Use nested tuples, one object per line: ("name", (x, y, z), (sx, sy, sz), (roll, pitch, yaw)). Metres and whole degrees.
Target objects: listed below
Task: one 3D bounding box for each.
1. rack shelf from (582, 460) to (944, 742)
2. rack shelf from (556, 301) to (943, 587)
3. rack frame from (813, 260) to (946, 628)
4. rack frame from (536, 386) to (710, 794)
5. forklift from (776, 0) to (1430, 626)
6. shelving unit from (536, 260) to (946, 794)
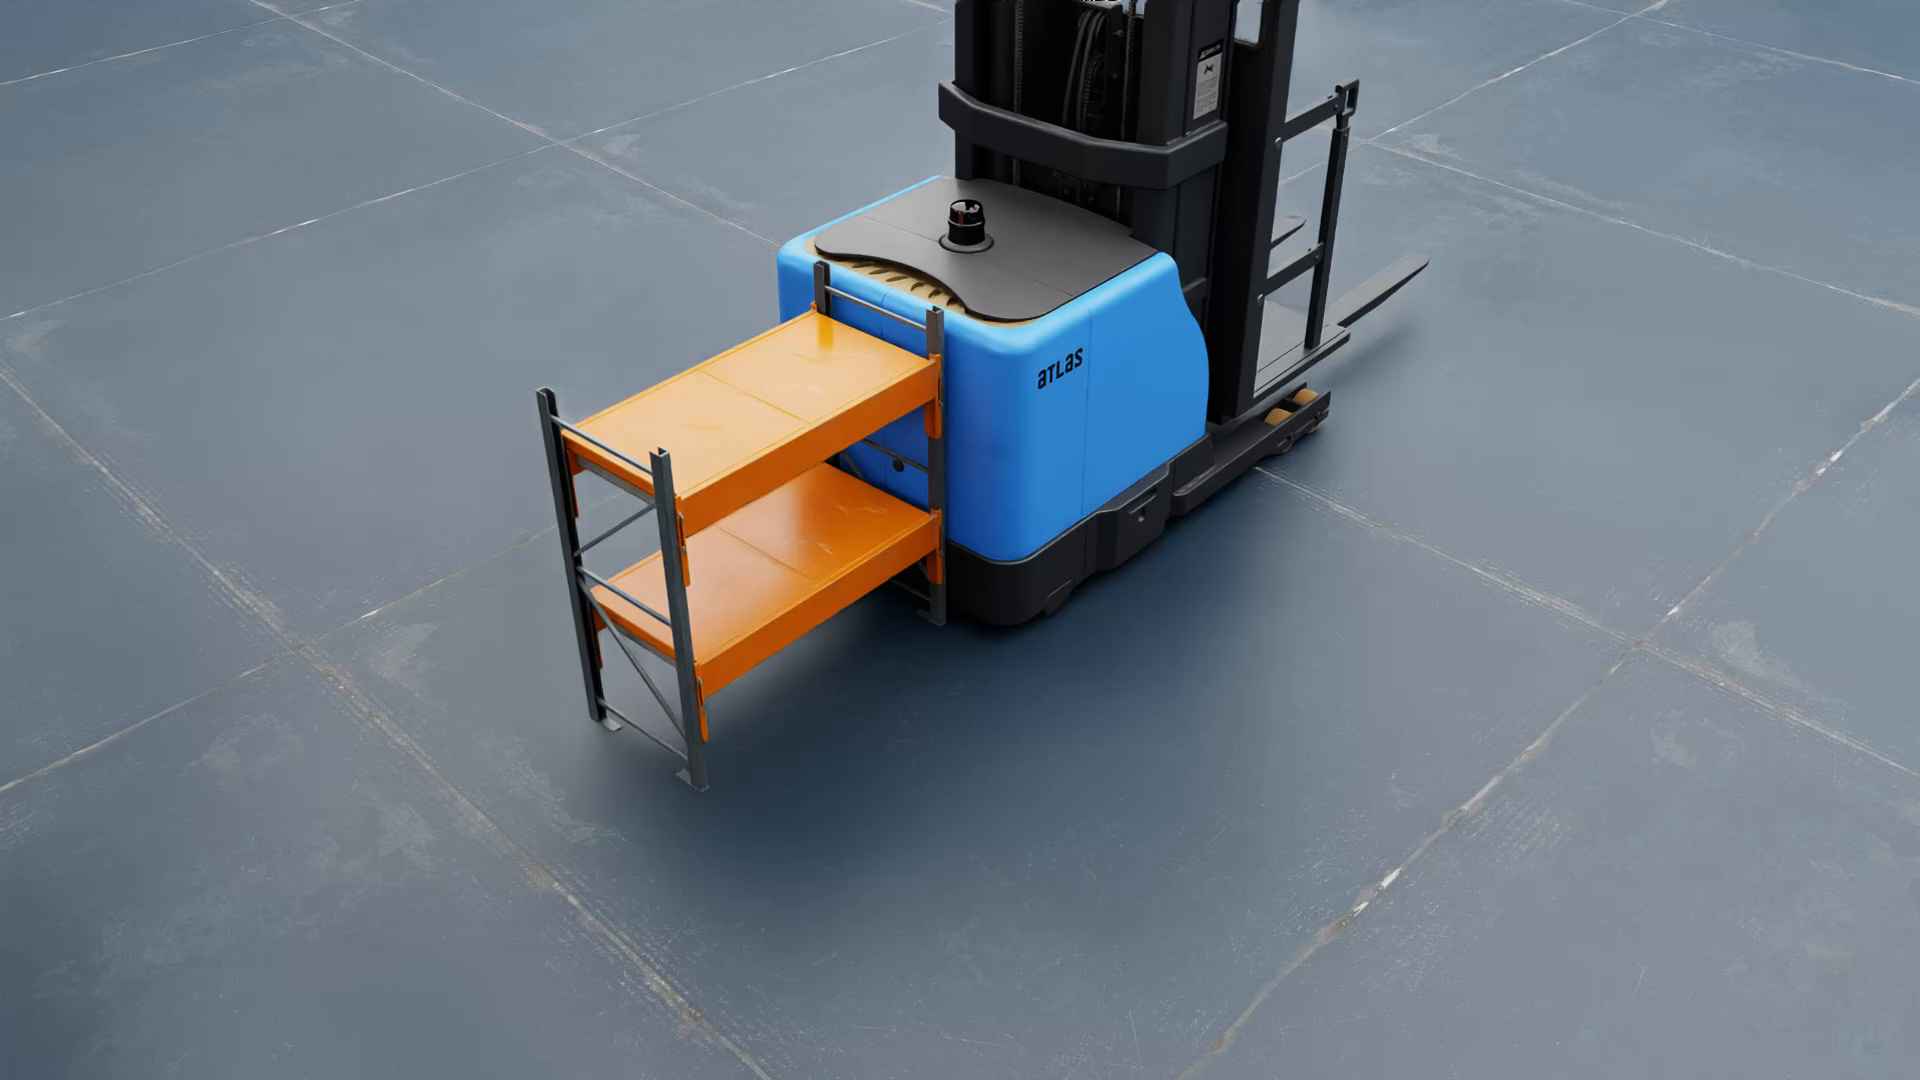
("rack shelf", (-0.577, 0.139, 4.995), (0.538, 0.278, 1.000), (27, 43, 33))
("rack shelf", (-0.577, -0.301, 4.687), (0.538, 0.278, 1.000), (27, 43, 33))
("rack frame", (-0.243, -0.280, 5.169), (0.500, 1.125, 0.032), (27, 43, 33))
("rack frame", (-0.912, 0.158, 4.541), (0.500, 1.125, 0.032), (27, 43, 33))
("forklift", (0.755, -1.696, 5.620), (1.130, 2.935, 3.031), (27, 43, 33))
("shelving unit", (-0.577, -0.061, 4.855), (0.538, 1.125, 1.048), (27, 43, 33))
